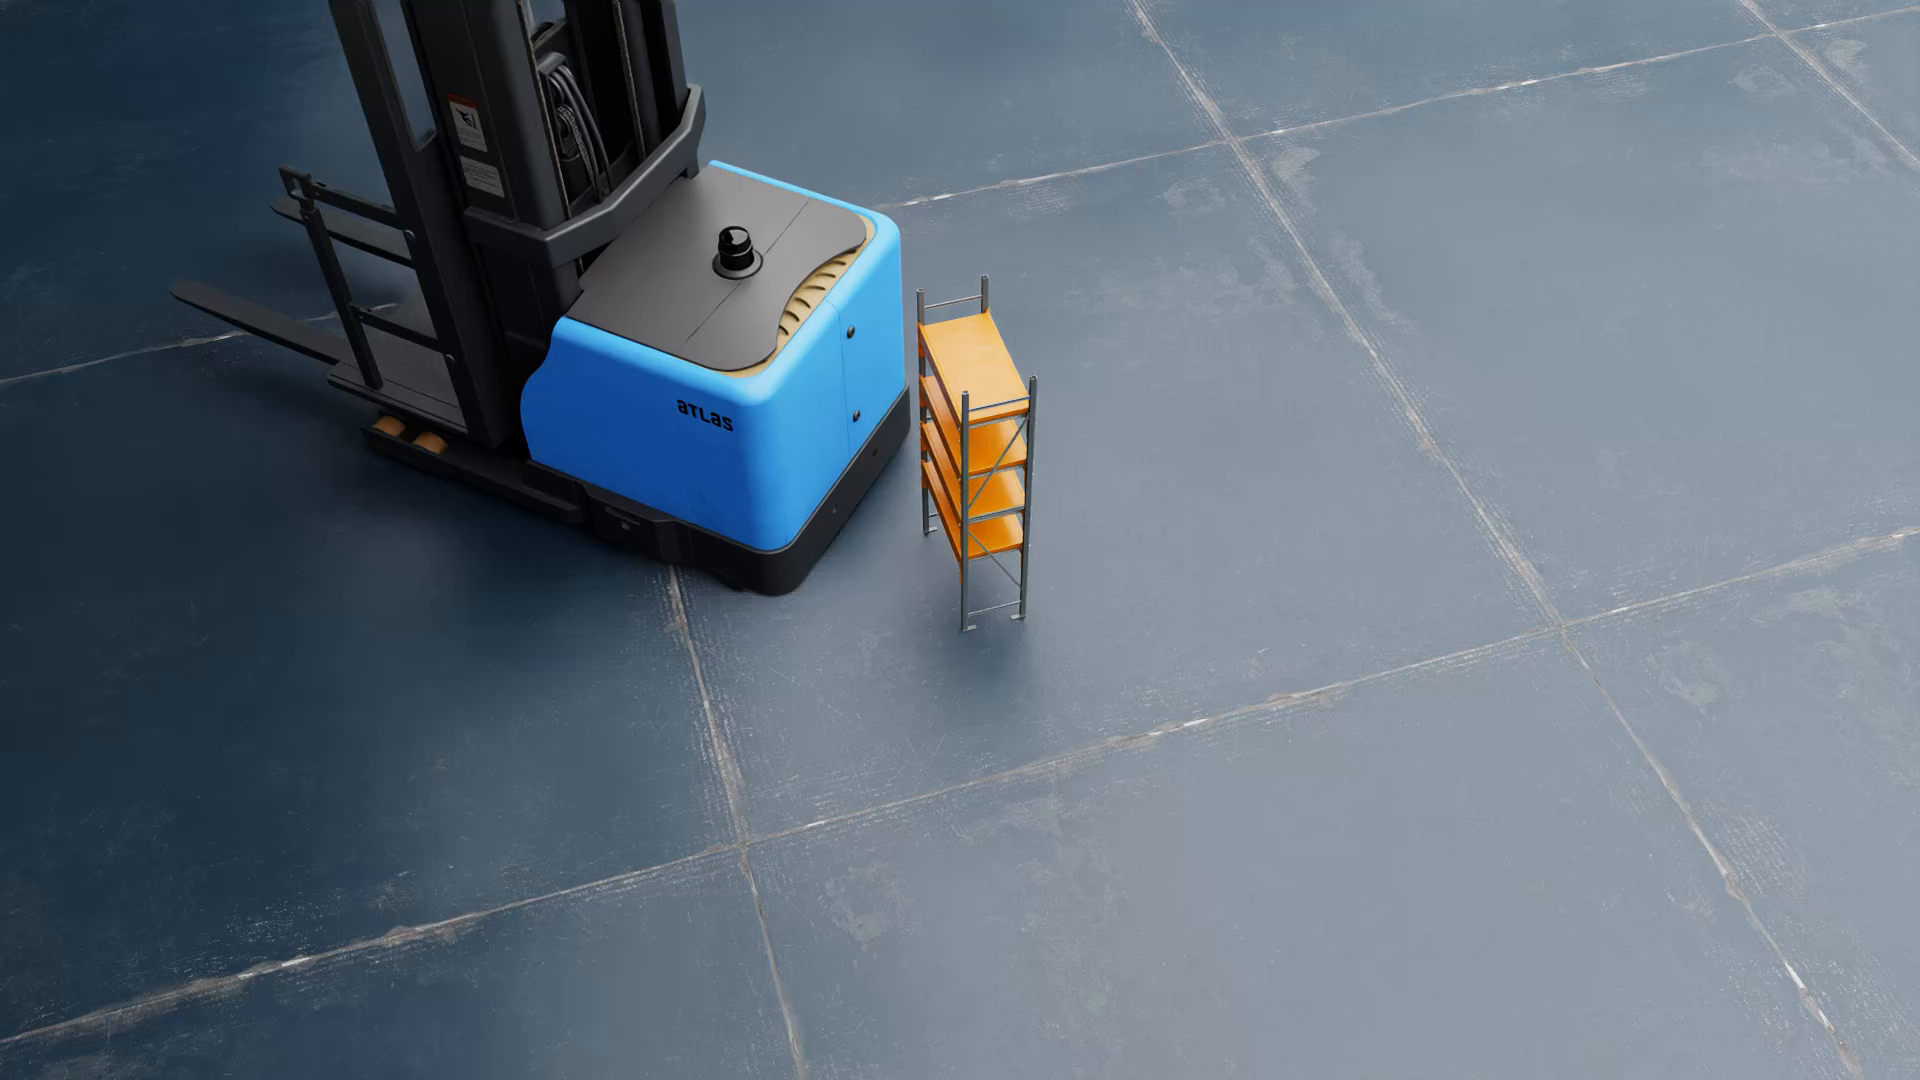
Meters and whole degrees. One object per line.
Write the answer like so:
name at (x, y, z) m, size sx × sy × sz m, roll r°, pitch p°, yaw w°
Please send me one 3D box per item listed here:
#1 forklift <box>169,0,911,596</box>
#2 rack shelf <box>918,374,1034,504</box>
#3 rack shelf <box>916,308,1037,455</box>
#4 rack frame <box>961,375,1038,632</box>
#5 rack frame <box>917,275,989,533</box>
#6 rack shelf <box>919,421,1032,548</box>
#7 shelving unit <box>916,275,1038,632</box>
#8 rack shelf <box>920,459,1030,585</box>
forklift at (-1.747, -1.543, 5.633) m, size 3.031 × 2.935 × 1.130 m, roll 21°, pitch 53°, yaw 17°
rack shelf at (0.049, -0.367, 5.570) m, size 0.258 × 0.148 × 0.480 m, roll -13°, pitch 51°, yaw -11°
rack shelf at (0.049, -0.519, 5.389) m, size 0.258 × 0.148 × 0.480 m, roll -13°, pitch 51°, yaw -11°
rack frame at (0.121, -0.088, 5.539) m, size 0.240 × 1.200 × 0.015 m, roll -13°, pitch 51°, yaw -11°
rack frame at (-0.023, -0.444, 5.840) m, size 0.240 × 1.200 × 0.015 m, roll -13°, pitch 51°, yaw -11°
rack shelf at (0.049, -0.222, 5.741) m, size 0.258 × 0.148 × 0.480 m, roll -13°, pitch 51°, yaw -11°
shelving unit at (0.049, -0.266, 5.689) m, size 0.258 × 1.200 × 0.503 m, roll -13°, pitch 51°, yaw -11°
rack shelf at (0.049, -0.094, 5.893) m, size 0.258 × 0.148 × 0.480 m, roll -13°, pitch 51°, yaw -11°
